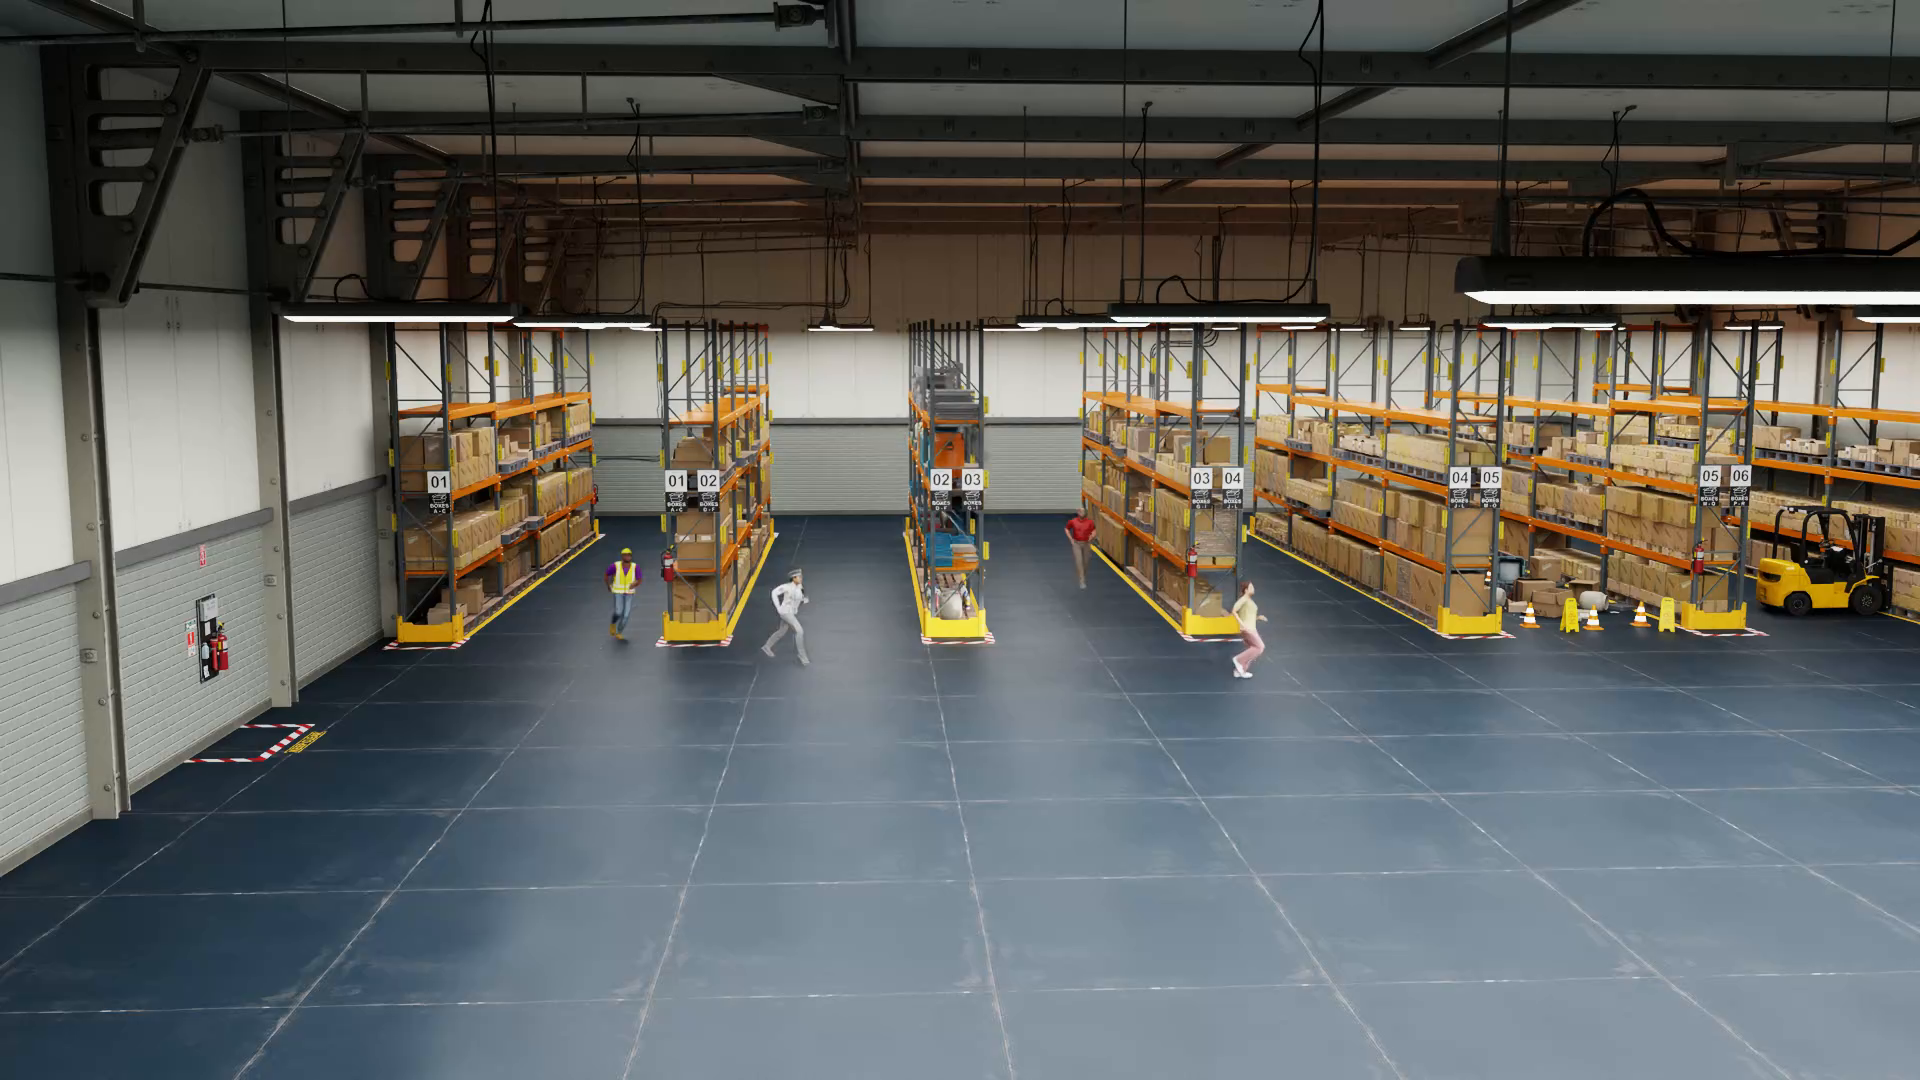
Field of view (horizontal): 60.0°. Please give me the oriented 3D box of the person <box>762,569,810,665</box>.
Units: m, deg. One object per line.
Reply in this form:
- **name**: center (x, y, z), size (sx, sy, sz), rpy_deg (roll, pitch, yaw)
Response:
- **person**: center (-3.038, 1.328, 29.071), size (0.954, 1.693, 0.613), rpy_deg (3, 8, 20)

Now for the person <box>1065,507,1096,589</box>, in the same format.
- **person**: center (2.618, 0.167, 35.899), size (0.672, 1.769, 0.765), rpy_deg (-1, 7, -7)

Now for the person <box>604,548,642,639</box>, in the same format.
- **person**: center (-6.321, 1.009, 31.350), size (0.680, 1.721, 0.553), rpy_deg (-3, 8, -22)

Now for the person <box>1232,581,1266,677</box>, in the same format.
- **person**: center (4.837, 1.491, 27.730), size (0.535, 1.624, 0.568), rpy_deg (3, 8, 20)
